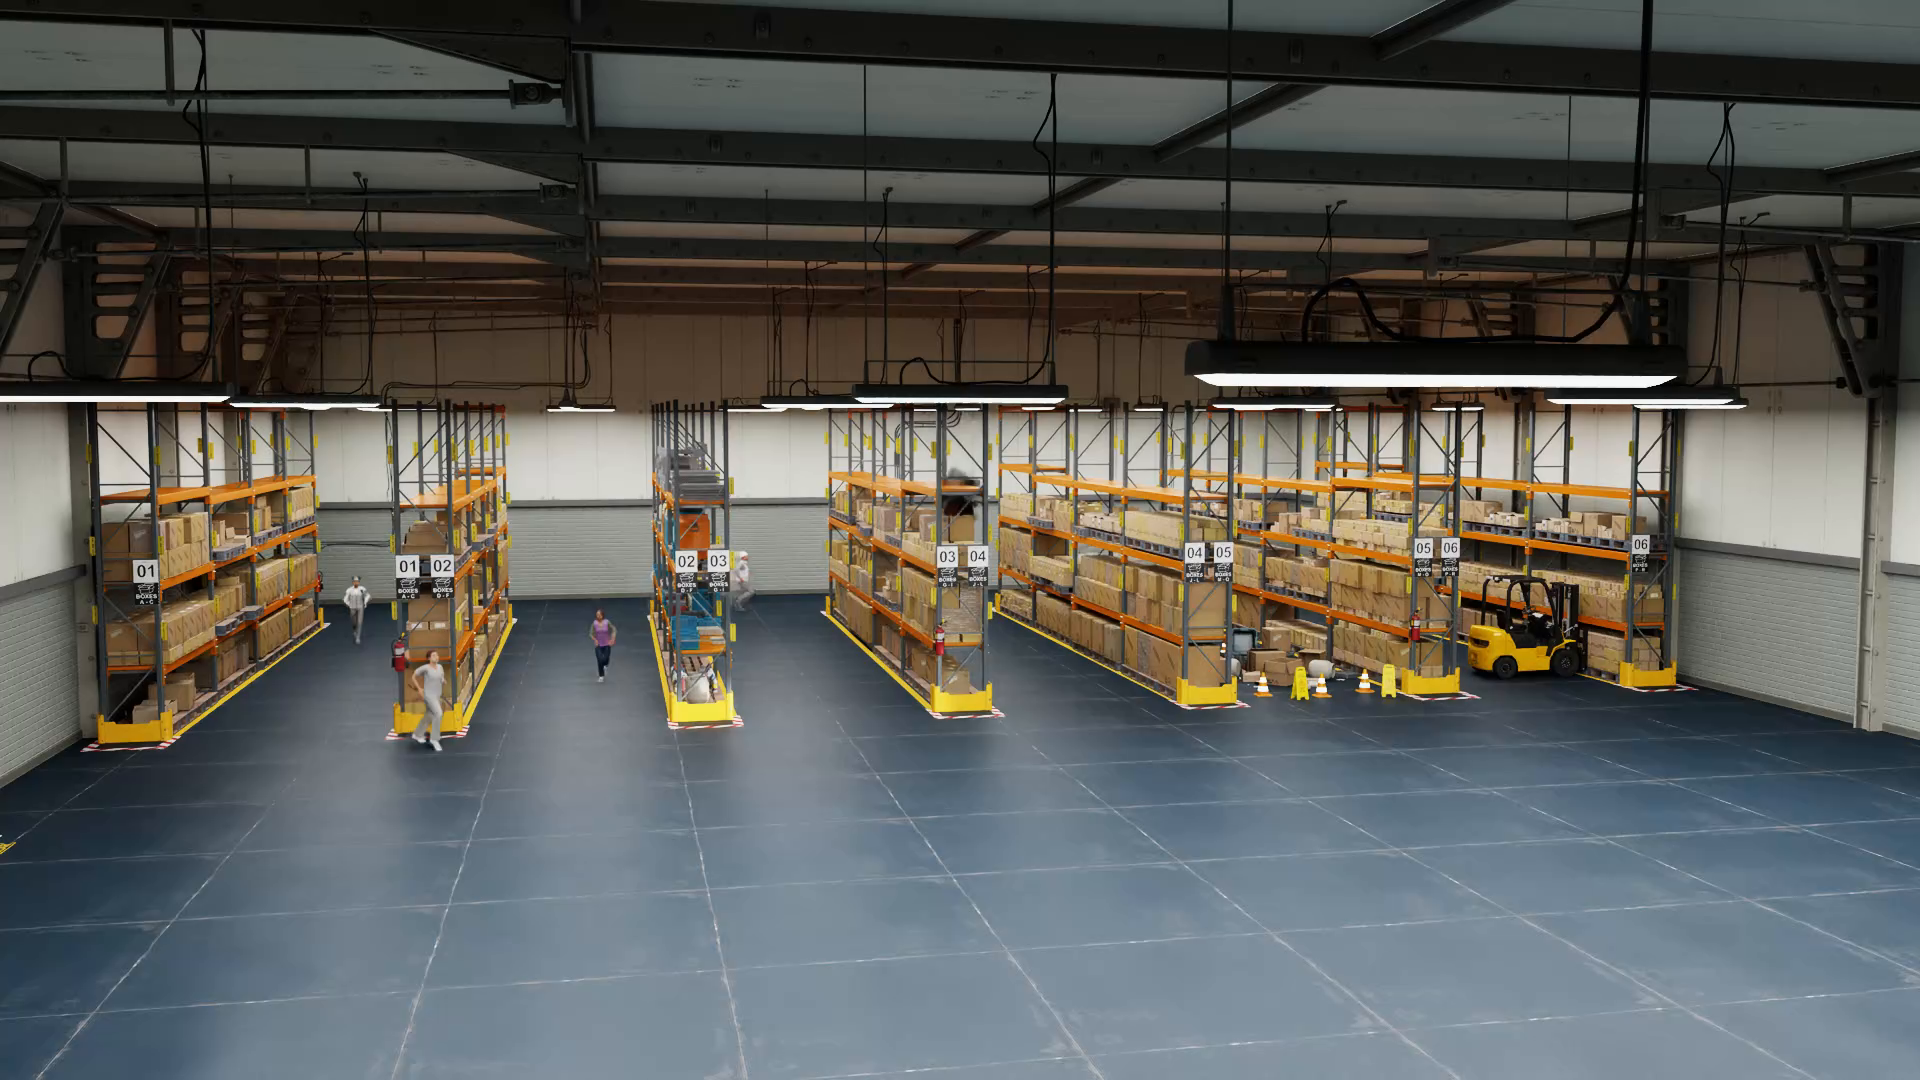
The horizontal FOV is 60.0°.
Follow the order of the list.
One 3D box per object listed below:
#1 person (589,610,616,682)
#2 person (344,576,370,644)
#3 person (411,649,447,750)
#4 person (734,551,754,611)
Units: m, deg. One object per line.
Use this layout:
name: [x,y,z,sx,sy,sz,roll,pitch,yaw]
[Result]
person: [-7.655,2.270,35.624,0.560,1.558,0.605,-1,4,-9]
person: [-15.210,1.738,41.953,0.617,1.693,0.822,-1,5,-19]
person: [-9.150,2.742,28.692,0.729,1.708,0.559,2,5,23]
person: [-6.304,1.196,48.583,0.596,1.731,0.663,0,4,-6]
